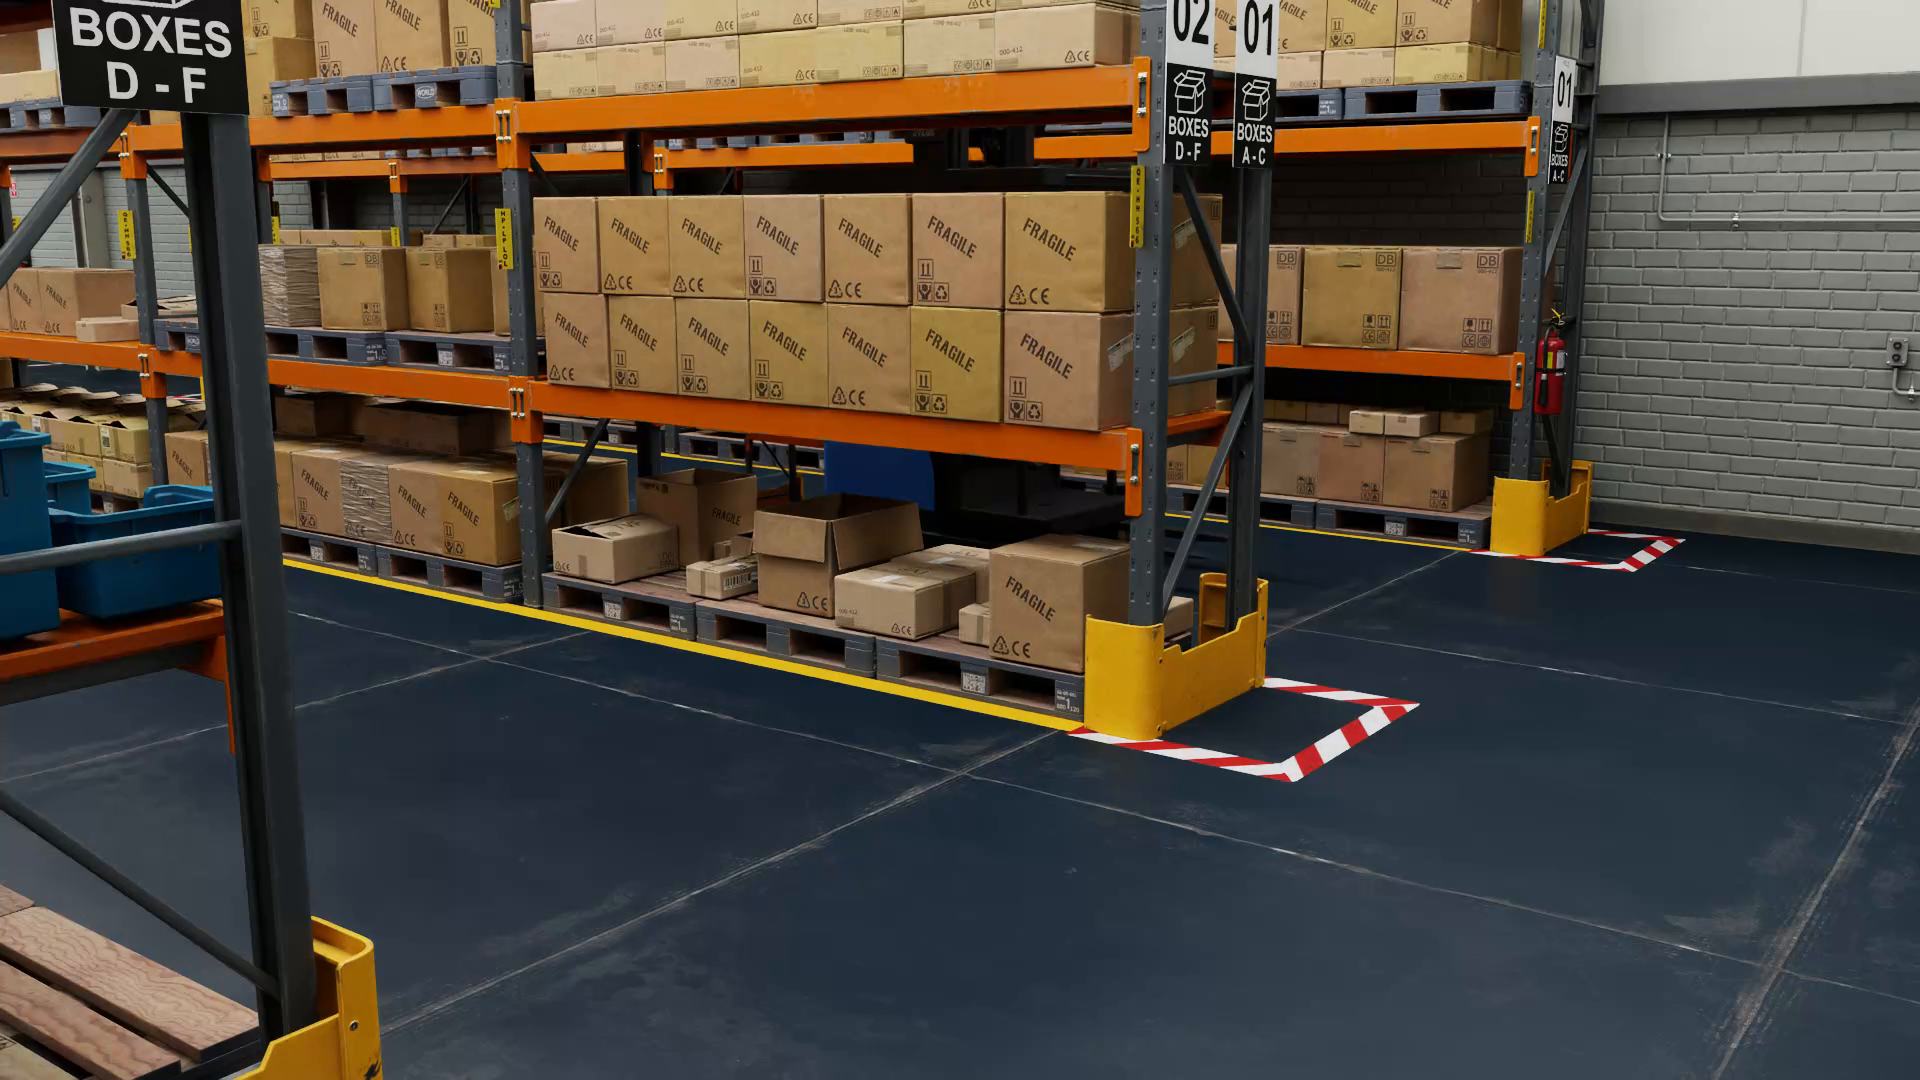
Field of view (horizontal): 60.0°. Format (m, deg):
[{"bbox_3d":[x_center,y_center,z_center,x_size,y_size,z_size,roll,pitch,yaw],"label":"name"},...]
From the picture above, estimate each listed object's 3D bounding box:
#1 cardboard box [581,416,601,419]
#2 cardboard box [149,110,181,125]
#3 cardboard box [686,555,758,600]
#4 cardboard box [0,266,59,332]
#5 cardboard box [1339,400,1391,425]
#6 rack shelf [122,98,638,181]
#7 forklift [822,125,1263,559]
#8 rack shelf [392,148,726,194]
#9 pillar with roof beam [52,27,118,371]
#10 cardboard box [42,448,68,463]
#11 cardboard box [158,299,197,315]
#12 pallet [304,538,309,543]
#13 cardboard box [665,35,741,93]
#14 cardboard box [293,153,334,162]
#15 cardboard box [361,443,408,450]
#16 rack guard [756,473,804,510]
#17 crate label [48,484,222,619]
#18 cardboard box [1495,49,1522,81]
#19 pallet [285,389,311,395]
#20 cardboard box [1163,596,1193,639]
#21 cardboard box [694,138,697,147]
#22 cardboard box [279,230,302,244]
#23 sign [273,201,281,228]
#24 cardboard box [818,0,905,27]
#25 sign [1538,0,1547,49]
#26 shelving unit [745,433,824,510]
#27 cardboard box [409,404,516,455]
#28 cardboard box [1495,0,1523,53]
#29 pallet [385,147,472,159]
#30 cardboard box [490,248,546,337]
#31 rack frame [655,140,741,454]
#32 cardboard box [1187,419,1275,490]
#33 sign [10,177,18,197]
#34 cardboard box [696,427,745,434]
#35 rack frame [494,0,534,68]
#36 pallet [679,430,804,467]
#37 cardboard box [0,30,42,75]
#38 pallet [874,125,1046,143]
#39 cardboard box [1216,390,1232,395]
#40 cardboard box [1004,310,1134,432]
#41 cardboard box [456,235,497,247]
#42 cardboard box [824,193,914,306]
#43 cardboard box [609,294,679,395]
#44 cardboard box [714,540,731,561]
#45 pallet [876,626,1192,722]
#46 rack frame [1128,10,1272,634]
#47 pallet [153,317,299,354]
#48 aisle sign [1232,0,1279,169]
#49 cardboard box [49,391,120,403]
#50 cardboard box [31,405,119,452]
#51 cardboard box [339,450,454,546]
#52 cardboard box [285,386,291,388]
[{"bbox_3d":[-3.413,-1.505,16.836,0.500,0.500,0.700,8,13,35],"label":"cardboard box"},{"bbox_3d":[-5.013,-3.087,11.429,0.500,0.500,0.910,8,13,36],"label":"cardboard box"},{"bbox_3d":[-1.248,0.192,8.943,0.250,0.166,0.380,8,13,36],"label":"cardboard box"},{"bbox_3d":[-7.575,-1.960,13.500,0.500,0.500,0.500,9,14,40],"label":"cardboard box"},{"bbox_3d":[2.978,-0.931,12.212,0.250,0.149,0.380,8,14,36],"label":"cardboard box"},{"bbox_3d":[-3.773,-2.504,10.571,4.000,0.370,1.077,8,13,36],"label":"rack shelf"},{"bbox_3d":[0.502,-1.348,10.780,3.031,2.935,1.130,9,14,39],"label":"forklift"},{"bbox_3d":[-4.068,-3.712,16.818,4.000,0.370,1.077,8,13,36],"label":"rack shelf"},{"bbox_3d":[-15.212,-6.282,20.309,0.400,9.000,9.100,8,13,36],"label":"pillar with roof beam"},{"bbox_3d":[-6.775,-0.602,12.875,0.500,0.250,0.500,8,14,37],"label":"cardboard box"},{"bbox_3d":[-5.652,-1.613,12.205,0.500,0.311,0.500,9,14,39],"label":"cardboard box"},{"bbox_3d":[-4.806,-0.150,11.751,1.213,0.211,1.003,8,13,36],"label":"pallet"},{"bbox_3d":[-1.113,-2.353,8.291,0.500,0.250,0.500,8,13,36],"label":"cardboard box"},{"bbox_3d":[-7.102,-4.483,18.594,0.500,0.500,0.500,7,13,33],"label":"cardboard box"},{"bbox_3d":[-3.649,-0.412,11.187,0.500,0.500,0.500,7,13,33],"label":"cardboard box"},{"bbox_3d":[-1.423,-0.351,12.686,0.087,0.250,0.587,9,14,39],"label":"rack guard"},{"bbox_3d":[-1.876,0.023,3.798,0.303,0.233,0.416,8,13,36],"label":"crate label"},{"bbox_3d":[3.549,-3.242,11.522,0.500,0.250,0.500,9,14,38],"label":"cardboard box"},{"bbox_3d":[-7.230,-1.656,19.532,1.213,0.211,1.003,8,13,36],"label":"pallet"},{"bbox_3d":[0.929,0.374,8.045,0.250,0.149,0.380,8,13,36],"label":"cardboard box"},{"bbox_3d":[-2.900,-4.016,16.176,0.500,0.500,0.500,8,14,36],"label":"cardboard box"},{"bbox_3d":[-7.469,-3.300,19.056,0.500,0.500,0.500,8,14,37],"label":"cardboard box"},{"bbox_3d":[-8.559,-4.074,20.809,0.005,0.325,0.100,8,13,36],"label":"sign"},{"bbox_3d":[-0.306,-2.486,7.664,0.500,0.250,0.500,8,13,36],"label":"cardboard box"},{"bbox_3d":[3.660,-3.256,10.440,0.005,0.325,0.100,8,13,36],"label":"sign"},{"bbox_3d":[-1.039,-0.904,12.256,1.083,1.500,0.587,9,14,39],"label":"shelving unit"},{"bbox_3d":[-3.213,-0.720,10.805,0.500,0.250,0.500,8,14,36],"label":"cardboard box"},{"bbox_3d":[3.547,-3.610,11.447,0.500,0.500,0.500,7,13,33],"label":"cardboard box"},{"bbox_3d":[-5.245,-4.112,17.487,1.003,0.211,1.213,8,13,36],"label":"pallet"},{"bbox_3d":[-2.410,-1.502,10.028,0.500,0.500,0.700,3,11,16],"label":"cardboard box"},{"bbox_3d":[-2.456,-2.368,15.872,0.127,3.000,1.000,8,13,36],"label":"rack frame"},{"bbox_3d":[2.126,-0.682,12.635,0.500,0.500,0.700,8,14,37],"label":"cardboard box"},{"bbox_3d":[-14.580,-5.434,25.616,0.199,0.298,0.001,8,13,36],"label":"sign"},{"bbox_3d":[-1.941,-1.416,15.505,0.750,0.750,0.750,8,13,35],"label":"cardboard box"},{"bbox_3d":[-2.161,-4.105,9.056,0.127,3.000,1.000,8,13,36],"label":"rack frame"},{"bbox_3d":[-1.865,-0.899,15.619,1.213,0.211,1.003,8,13,36],"label":"pallet"},{"bbox_3d":[-7.663,-3.896,13.191,0.500,0.500,0.500,10,15,41],"label":"cardboard box"},{"bbox_3d":[0.000,-3.392,13.775,1.217,0.209,0.805,7,13,33],"label":"pallet"},{"bbox_3d":[1.950,-1.074,12.952,0.250,0.149,0.380,7,13,34],"label":"cardboard box"},{"bbox_3d":[0.541,-0.768,7.336,0.500,0.500,0.500,8,14,37],"label":"cardboard box"},{"bbox_3d":[-4.844,-2.956,17.492,0.500,0.500,0.700,10,15,41],"label":"cardboard box"},{"bbox_3d":[-0.287,-1.372,7.828,0.500,0.500,0.500,8,14,37],"label":"cardboard box"},{"bbox_3d":[-1.497,-1.052,8.809,0.500,0.500,0.500,8,14,37],"label":"cardboard box"},{"bbox_3d":[-1.196,0.078,9.577,0.250,0.149,0.380,8,13,36],"label":"cardboard box"},{"bbox_3d":[0.359,0.561,8.073,1.213,0.211,1.003,8,13,36],"label":"pallet"},{"bbox_3d":[1.063,-0.710,7.301,0.127,3.000,1.000,8,13,36],"label":"rack frame"},{"bbox_3d":[-4.797,-1.449,11.630,1.003,0.211,1.213,8,13,36],"label":"pallet"},{"bbox_3d":[1.292,-2.023,7.247,0.004,0.787,0.394,8,13,36],"label":"aisle sign"},{"bbox_3d":[-7.289,-1.075,13.845,0.500,0.311,0.500,8,13,35],"label":"cardboard box"},{"bbox_3d":[-6.781,-0.876,12.820,0.500,0.311,0.500,8,13,35],"label":"cardboard box"},{"bbox_3d":[-3.526,-0.273,10.467,0.500,0.500,0.500,8,14,36],"label":"cardboard box"},{"bbox_3d":[-7.940,-2.008,19.930,0.500,0.311,0.500,9,14,40],"label":"cardboard box"}]
